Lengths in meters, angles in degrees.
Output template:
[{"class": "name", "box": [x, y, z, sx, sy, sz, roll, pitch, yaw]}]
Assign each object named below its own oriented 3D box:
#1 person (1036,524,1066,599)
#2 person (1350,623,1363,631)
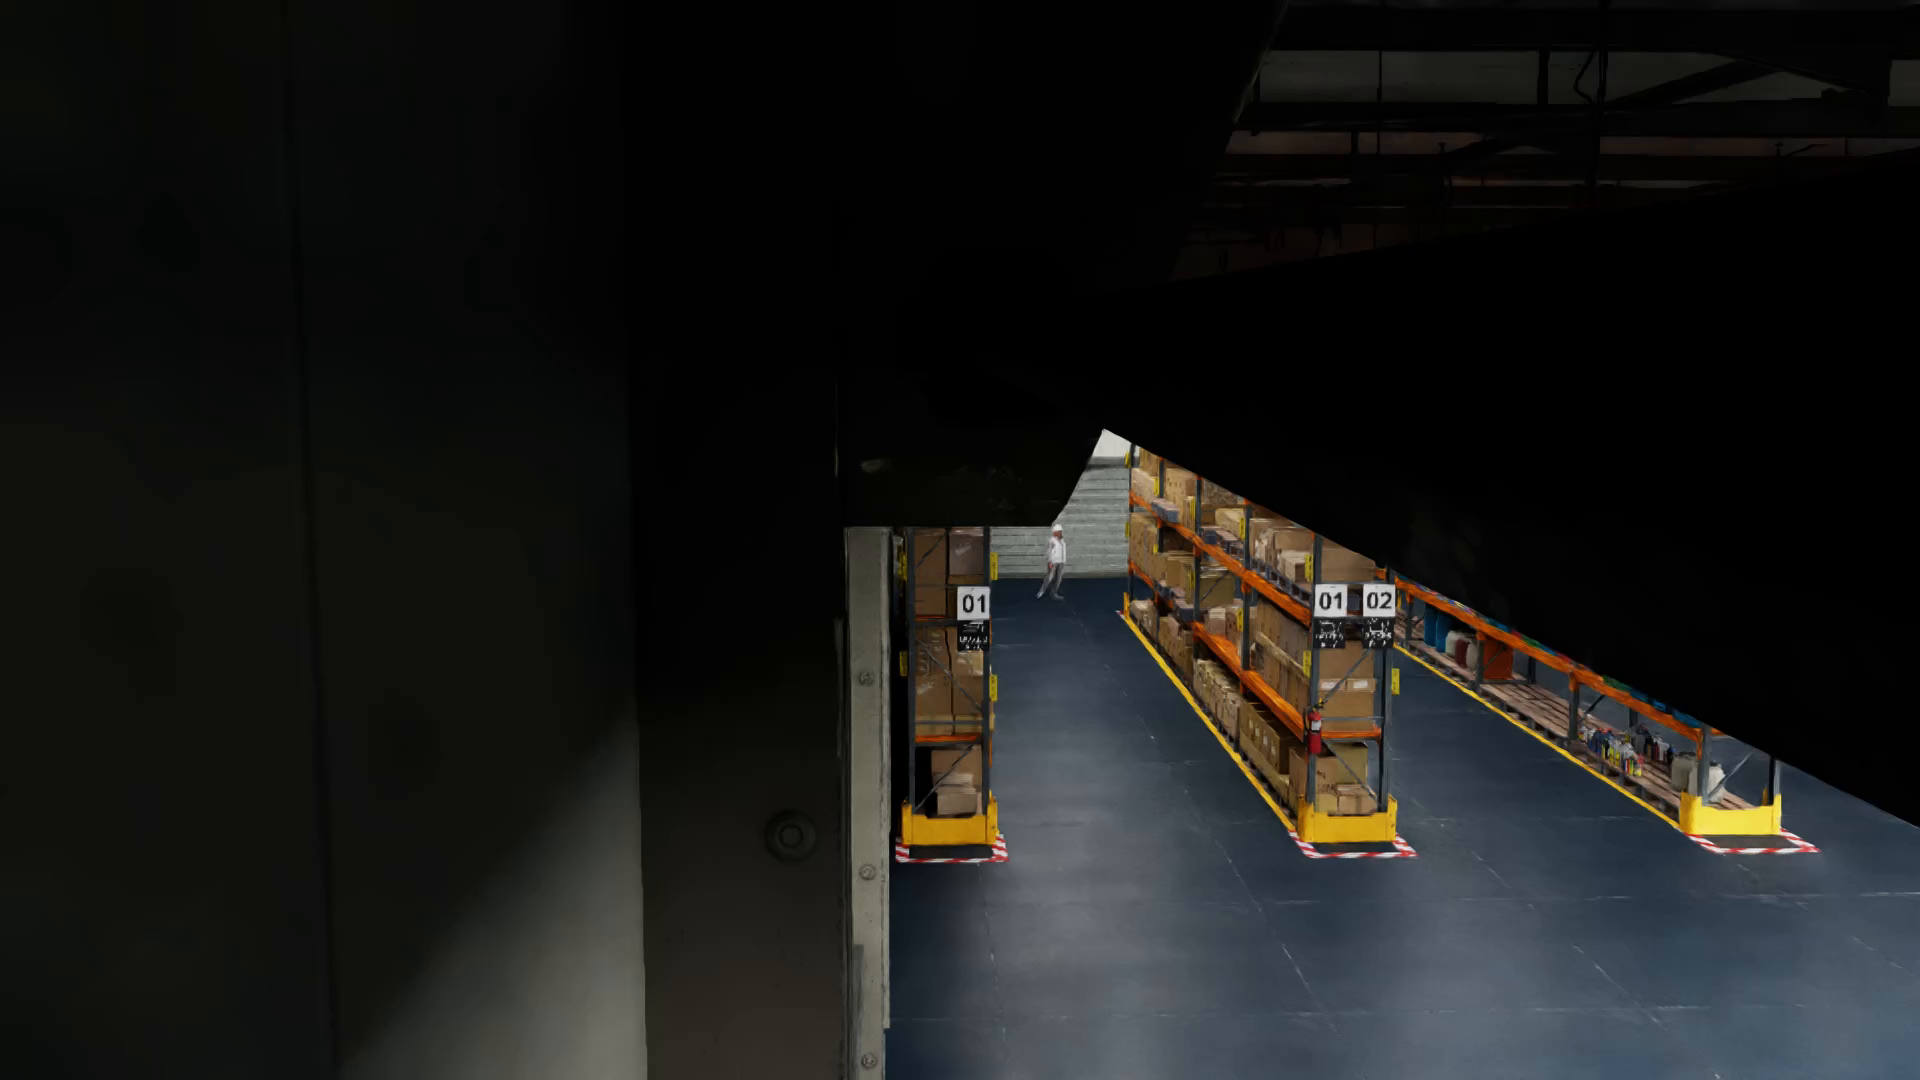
[{"class": "person", "box": [2.126, 0.506, 38.680, 0.716, 1.763, 0.521, -7, 10, -44]}, {"class": "person", "box": [7.376, 1.630, 30.647, 0.625, 1.596, 0.510, -1, 7, -4]}]
